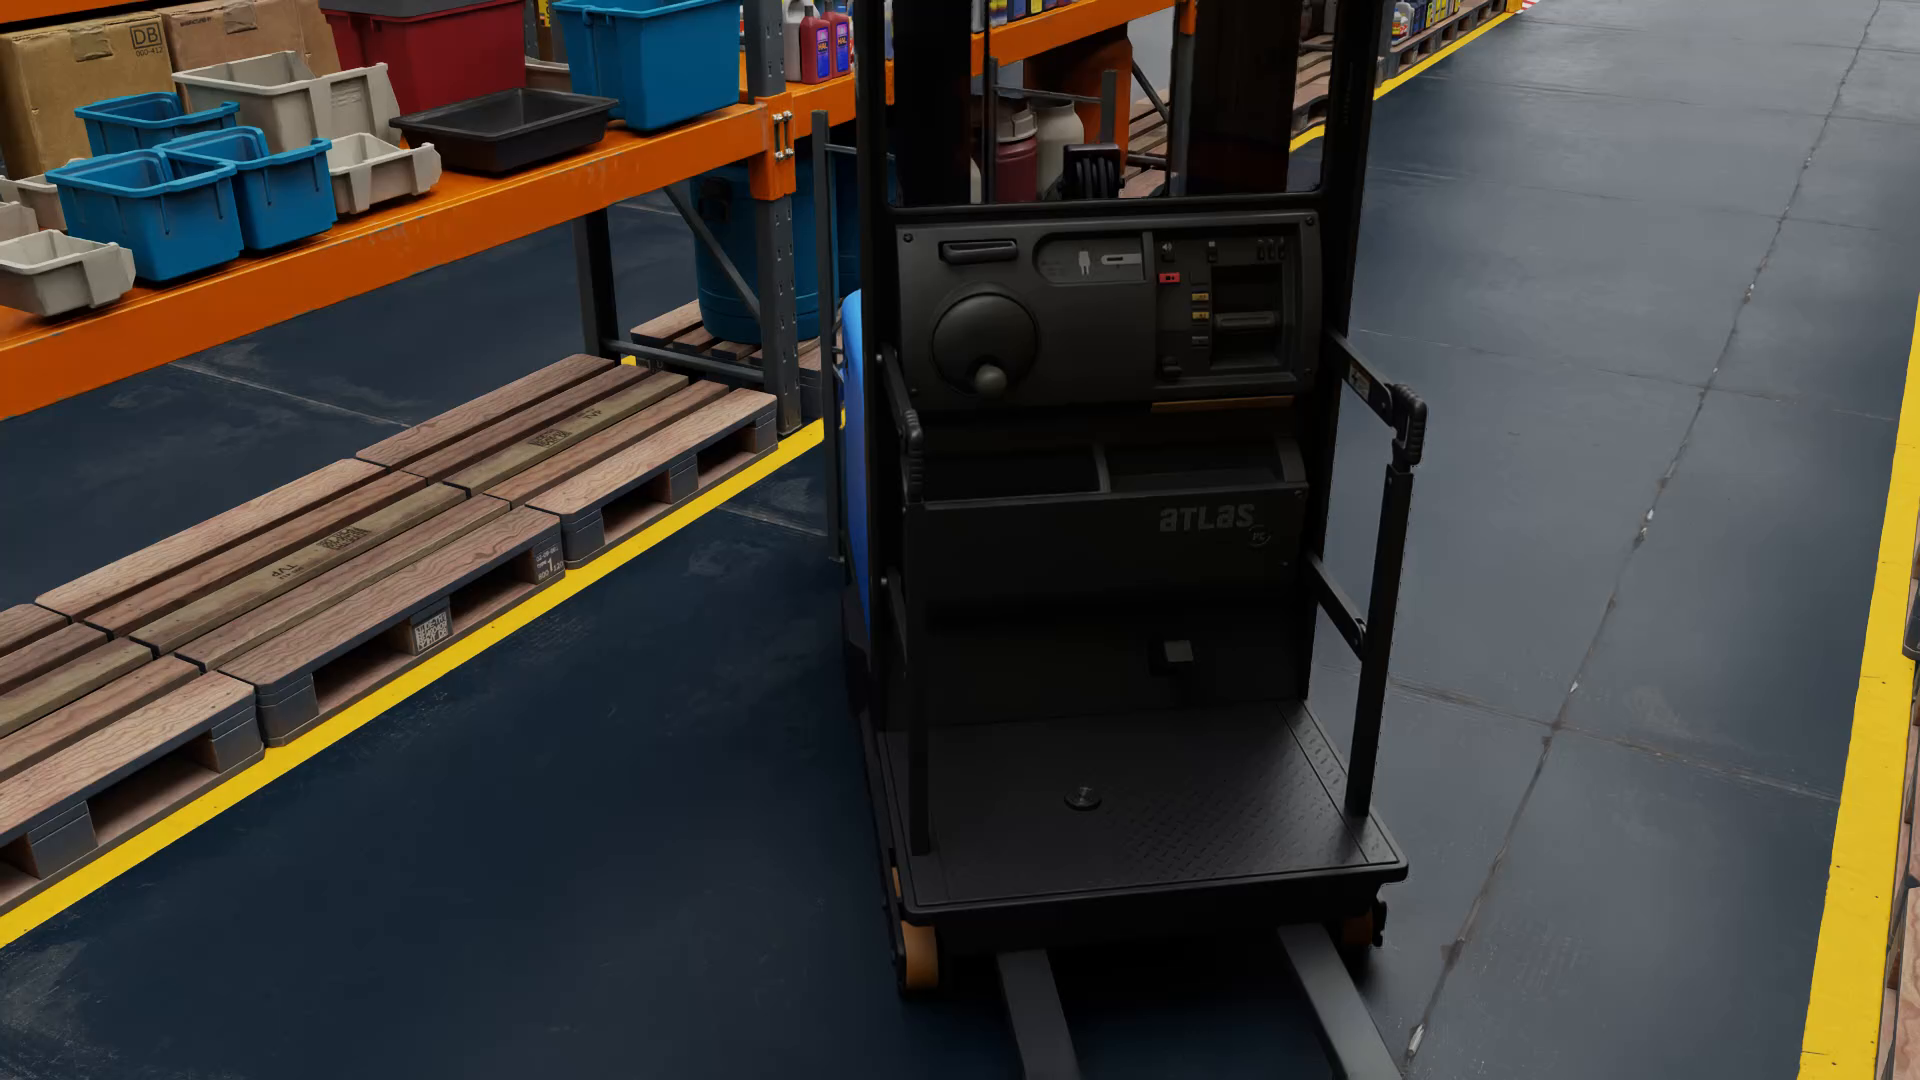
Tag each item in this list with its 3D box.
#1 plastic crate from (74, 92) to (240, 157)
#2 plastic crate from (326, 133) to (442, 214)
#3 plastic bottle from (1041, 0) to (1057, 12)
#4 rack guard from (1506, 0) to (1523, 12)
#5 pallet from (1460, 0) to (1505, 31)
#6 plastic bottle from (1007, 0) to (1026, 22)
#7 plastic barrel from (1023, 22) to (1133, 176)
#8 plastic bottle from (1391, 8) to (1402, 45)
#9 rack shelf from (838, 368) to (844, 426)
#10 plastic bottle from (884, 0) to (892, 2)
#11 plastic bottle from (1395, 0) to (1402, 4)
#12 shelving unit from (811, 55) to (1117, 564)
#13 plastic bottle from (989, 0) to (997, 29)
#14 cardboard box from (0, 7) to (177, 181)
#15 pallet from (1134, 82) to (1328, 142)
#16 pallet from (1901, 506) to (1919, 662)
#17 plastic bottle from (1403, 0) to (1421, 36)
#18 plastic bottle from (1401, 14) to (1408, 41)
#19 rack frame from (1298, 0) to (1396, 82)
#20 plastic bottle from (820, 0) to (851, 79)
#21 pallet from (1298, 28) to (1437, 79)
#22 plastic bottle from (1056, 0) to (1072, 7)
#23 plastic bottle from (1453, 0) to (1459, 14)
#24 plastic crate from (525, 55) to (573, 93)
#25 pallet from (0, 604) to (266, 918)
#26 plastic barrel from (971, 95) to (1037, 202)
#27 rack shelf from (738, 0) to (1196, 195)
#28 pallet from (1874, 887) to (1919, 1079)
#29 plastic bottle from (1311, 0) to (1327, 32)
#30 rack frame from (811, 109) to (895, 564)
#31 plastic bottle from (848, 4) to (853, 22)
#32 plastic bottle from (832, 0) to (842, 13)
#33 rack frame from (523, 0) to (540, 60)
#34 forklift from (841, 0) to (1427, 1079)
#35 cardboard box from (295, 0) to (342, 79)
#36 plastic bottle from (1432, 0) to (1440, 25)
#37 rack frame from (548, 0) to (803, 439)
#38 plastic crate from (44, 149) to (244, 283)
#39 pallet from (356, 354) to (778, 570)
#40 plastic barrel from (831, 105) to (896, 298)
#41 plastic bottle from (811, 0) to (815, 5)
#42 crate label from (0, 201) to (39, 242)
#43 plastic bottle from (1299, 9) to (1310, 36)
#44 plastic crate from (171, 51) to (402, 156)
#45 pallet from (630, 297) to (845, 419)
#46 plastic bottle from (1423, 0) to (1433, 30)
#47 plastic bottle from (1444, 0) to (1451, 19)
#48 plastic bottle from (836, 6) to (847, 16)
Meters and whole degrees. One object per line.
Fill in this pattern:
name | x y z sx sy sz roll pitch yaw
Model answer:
plastic crate | -2.276 -1.125 4.766 0.416 0.233 0.300 14 30 26
plastic crate | -1.690 -1.039 4.702 0.293 0.136 0.466 14 30 26
plastic bottle | 0.368 -2.662 7.772 0.144 0.351 0.185 14 30 26
rack guard | 4.811 -5.394 15.967 1.175 0.500 0.348 14 30 26
pallet | 4.407 -4.949 15.401 1.003 0.211 1.213 14 30 26
plastic bottle | 0.211 -2.538 7.524 0.144 0.351 0.185 14 30 26
plastic barrel | 0.647 -2.457 9.262 0.600 0.830 0.708 14 30 26
plastic bottle | 3.379 -3.997 12.941 0.097 0.271 0.097 0 27 0
rack shelf | 0.039 -0.587 5.650 0.538 0.185 1.000 15 30 27
plastic bottle | -0.275 -2.096 6.729 0.097 0.271 0.097 0 27 0
plastic bottle | 3.473 -4.260 13.377 0.144 0.351 0.185 14 30 26
shelving unit | 0.039 -0.748 5.569 0.538 1.500 1.048 15 30 27
plastic bottle | 0.115 -2.404 7.346 0.097 0.271 0.097 0 27 0
cardboard box | -5.110 -2.457 9.212 1.225 0.875 0.875 14 30 26
pallet | 1.888 -2.954 11.415 1.003 0.211 1.213 14 30 26
pallet | 3.583 0.139 5.237 1.003 0.211 1.213 14 30 26
plastic bottle | 3.599 -4.228 13.313 0.144 0.351 0.185 15 30 27
plastic bottle | 3.479 -4.045 13.115 0.097 0.201 0.097 0 27 0
rack frame | 2.840 -4.993 12.373 1.000 3.000 0.127 14 30 26
plastic bottle | -0.478 -1.924 6.373 0.061 0.283 0.133 14 30 26
pallet | 3.207 -3.998 13.502 1.003 0.211 1.213 14 30 26
plastic bottle | 0.483 -2.685 7.893 0.061 0.283 0.133 14 30 26
plastic bottle | 4.244 -4.672 14.275 0.061 0.283 0.133 15 30 27
plastic crate | -1.449 -1.634 5.891 0.396 0.136 0.243 14 30 26
pallet | -2.624 0.618 4.280 1.003 0.211 1.213 14 30 26
plastic barrel | 0.091 -1.909 8.437 0.600 0.588 0.708 14 30 26
rack shelf | -0.111 -2.333 7.863 1.077 0.370 4.000 14 30 26
pallet | 2.277 1.209 3.099 1.003 0.211 1.213 14 30 26
plastic bottle | 2.906 -4.319 13.496 0.144 0.351 0.185 13 30 25
rack frame | -0.222 -0.553 5.179 0.500 1.500 0.032 15 30 27
plastic bottle | -0.389 -2.005 6.549 0.097 0.271 0.097 0 27 0
plastic bottle | -0.571 -2.413 7.364 0.097 0.271 0.097 0 27 0
rack frame | -3.440 -4.525 11.438 1.000 3.000 0.127 14 30 26
forklift | 0.362 -0.468 3.411 1.130 2.935 3.031 -4 27 -7
cardboard box | -4.243 -3.152 10.601 1.225 0.875 0.875 14 30 26
plastic bottle | 3.900 -4.467 13.791 0.144 0.351 0.185 14 30 26
rack frame | -1.095 -1.875 6.145 1.000 3.000 0.127 14 30 26
plastic crate | -2.007 -0.805 4.127 0.416 0.233 0.300 14 30 26
pallet | -1.423 -0.333 6.179 1.003 0.211 1.213 14 30 26
plastic barrel | -0.465 -1.609 7.488 0.600 0.901 0.708 14 30 26
plastic bottle | -0.712 -2.324 7.096 0.144 0.351 0.185 14 30 26
crate label | -2.549 -0.806 4.238 0.396 0.136 0.243 14 30 26
plastic bottle | 2.747 -4.148 13.321 0.097 0.201 0.097 0 27 0
plastic crate | -2.007 -1.294 5.050 0.437 0.282 0.530 14 30 26
pallet | -0.680 -0.920 7.351 1.003 0.211 1.213 14 30 26
plastic bottle | 3.809 -4.327 13.586 0.061 0.283 0.133 16 31 28
plastic bottle | 4.070 -4.572 14.084 0.152 0.276 0.135 13 30 25
plastic bottle | -0.474 -2.046 6.707 0.097 0.201 0.097 0 27 0
